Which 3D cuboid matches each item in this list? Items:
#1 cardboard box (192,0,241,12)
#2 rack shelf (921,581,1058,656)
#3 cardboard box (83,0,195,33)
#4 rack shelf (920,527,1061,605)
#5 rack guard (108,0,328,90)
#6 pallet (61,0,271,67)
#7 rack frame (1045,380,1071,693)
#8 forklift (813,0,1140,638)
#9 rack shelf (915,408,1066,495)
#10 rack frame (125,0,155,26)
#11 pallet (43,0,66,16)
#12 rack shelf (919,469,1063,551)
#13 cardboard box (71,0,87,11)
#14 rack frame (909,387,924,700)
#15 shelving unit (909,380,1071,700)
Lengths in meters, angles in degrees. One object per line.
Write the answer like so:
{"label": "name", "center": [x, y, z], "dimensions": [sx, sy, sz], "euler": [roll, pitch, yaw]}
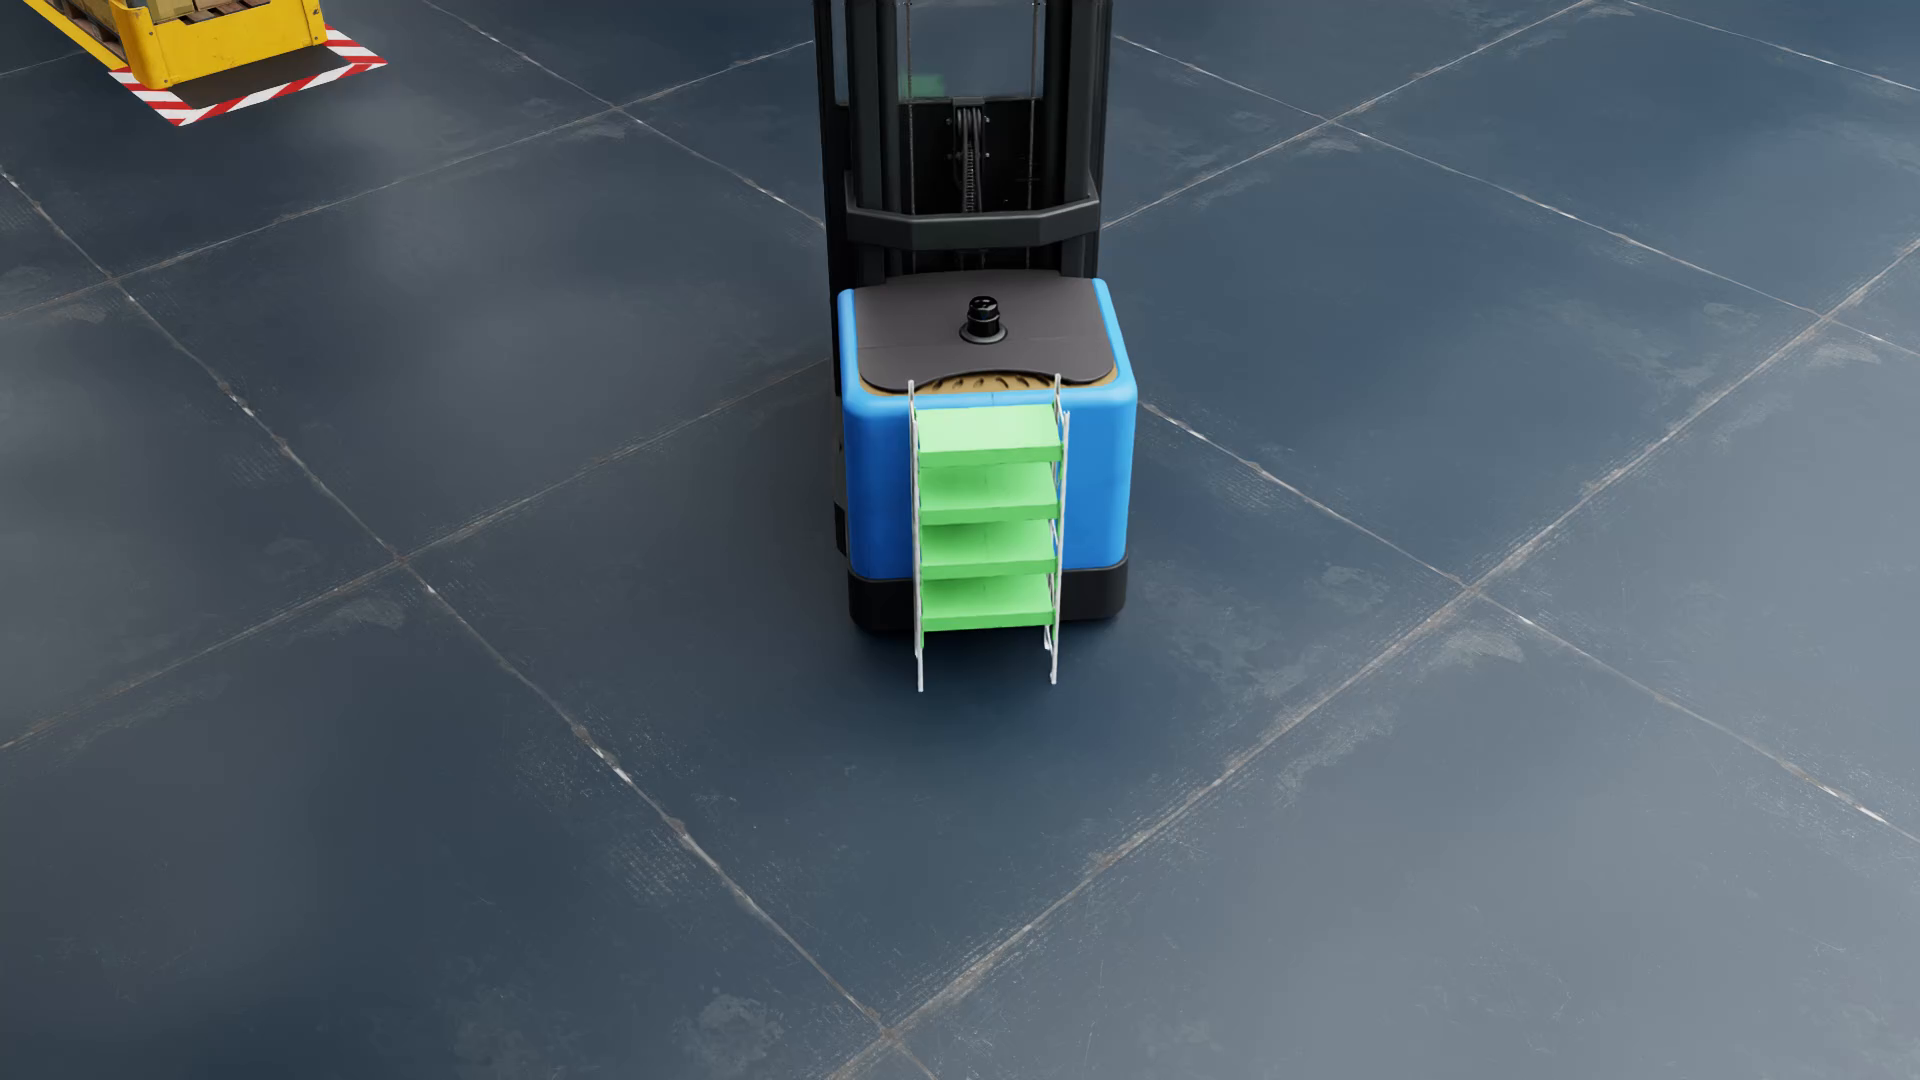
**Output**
{"label": "cardboard box", "center": [-4.824, -3.675, 10.767], "dimensions": [0.500, 0.250, 0.500], "euler": [-30, 48, -32]}
{"label": "rack shelf", "center": [0.094, 0.263, 5.952], "dimensions": [0.480, 0.148, 0.258], "euler": [-3, 39, -4]}
{"label": "cardboard box", "center": [-5.206, -3.454, 10.494], "dimensions": [0.500, 0.250, 0.500], "euler": [-30, 48, -32]}
{"label": "rack shelf", "center": [0.094, 0.077, 5.801], "dimensions": [0.480, 0.148, 0.258], "euler": [-3, 39, -4]}
{"label": "rack guard", "center": [-4.609, -3.255, 10.382], "dimensions": [1.175, 0.500, 0.348], "euler": [-30, 48, -32]}
{"label": "pallet", "center": [-5.173, -3.489, 10.902], "dimensions": [1.003, 0.211, 1.213], "euler": [-30, 48, -32]}
{"label": "rack frame", "center": [0.338, 0.015, 5.776], "dimensions": [0.015, 1.200, 0.240], "euler": [-3, 39, -4]}
{"label": "forklift", "center": [-0.007, -1.689, 6.509], "dimensions": [1.130, 2.935, 3.031], "euler": [-3, 39, -4]}
{"label": "rack shelf", "center": [0.094, -0.296, 5.498], "dimensions": [0.480, 0.148, 0.258], "euler": [-3, 39, -4]}
{"label": "rack frame", "center": [-4.625, -4.238, 9.610], "dimensions": [1.000, 3.000, 0.127], "euler": [-30, 48, -32]}
{"label": "pallet", "center": [-5.994, -4.054, 11.601], "dimensions": [1.003, 0.211, 1.213], "euler": [-30, 48, -32]}
{"label": "rack shelf", "center": [0.094, -0.109, 5.650], "dimensions": [0.480, 0.148, 0.258], "euler": [-3, 39, -4]}
{"label": "cardboard box", "center": [-5.553, -3.681, 10.774], "dimensions": [0.500, 0.250, 0.500], "euler": [-30, 48, -32]}
{"label": "rack frame", "center": [-0.149, 0.040, 5.745], "dimensions": [0.015, 1.200, 0.240], "euler": [-3, 39, -4]}
{"label": "shelving unit", "center": [0.094, 0.027, 5.761], "dimensions": [0.503, 1.200, 0.258], "euler": [-3, 39, -4]}
